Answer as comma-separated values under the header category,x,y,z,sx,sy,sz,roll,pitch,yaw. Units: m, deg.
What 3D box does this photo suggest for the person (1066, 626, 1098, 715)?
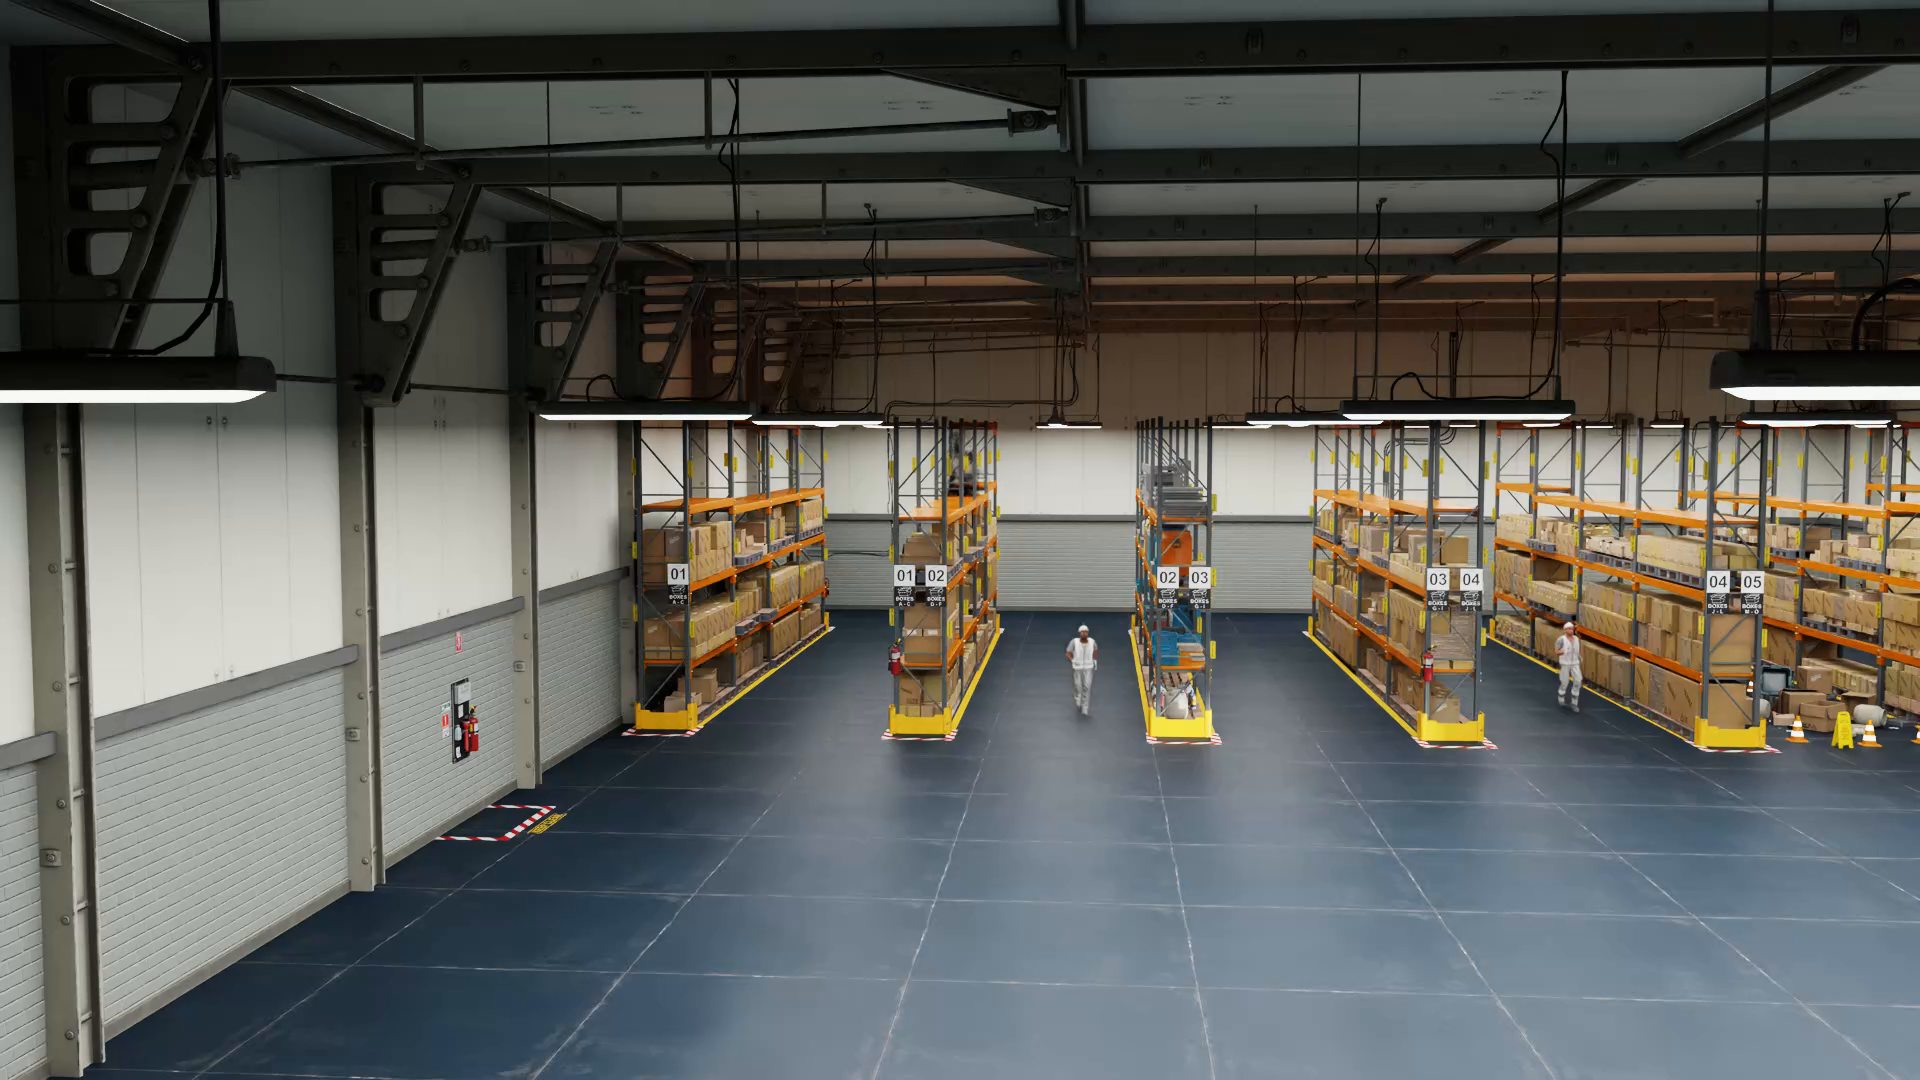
category,x,y,z,sx,sy,sz,roll,pitch,yaw
person,2.498,2.626,33.918,0.681,1.777,0.885,0,4,-2

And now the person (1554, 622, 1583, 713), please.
category,x,y,z,sx,sy,sz,roll,pitch,yaw
person,12.488,2.602,34.084,0.637,1.839,0.739,0,4,0
